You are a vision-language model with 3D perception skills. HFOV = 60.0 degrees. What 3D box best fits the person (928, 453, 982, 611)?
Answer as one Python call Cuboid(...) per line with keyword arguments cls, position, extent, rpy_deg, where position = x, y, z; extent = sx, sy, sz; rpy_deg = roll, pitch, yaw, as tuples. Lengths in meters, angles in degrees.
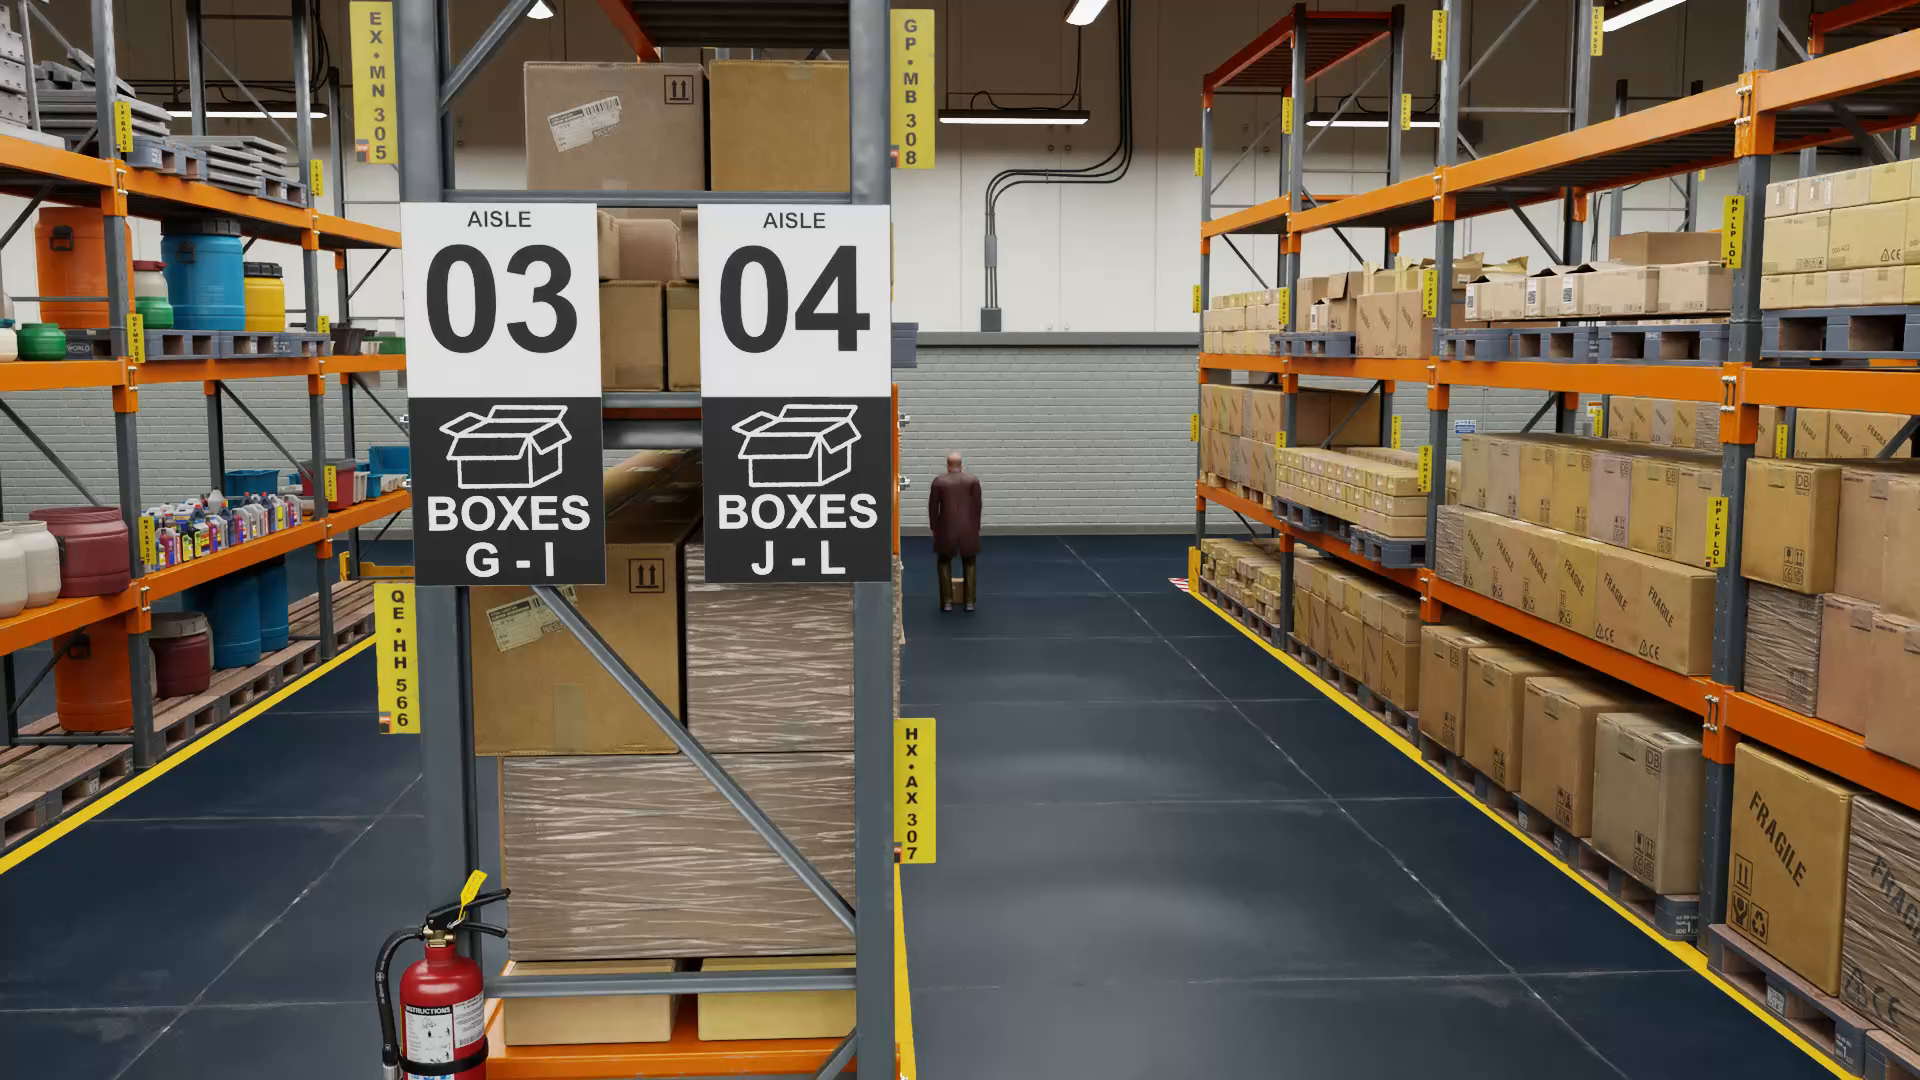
Cuboid(cls="person", position=(-0.053, -0.086, 18.297), extent=(0.591, 1.727, 0.432), rpy_deg=(0, 7, -2))
